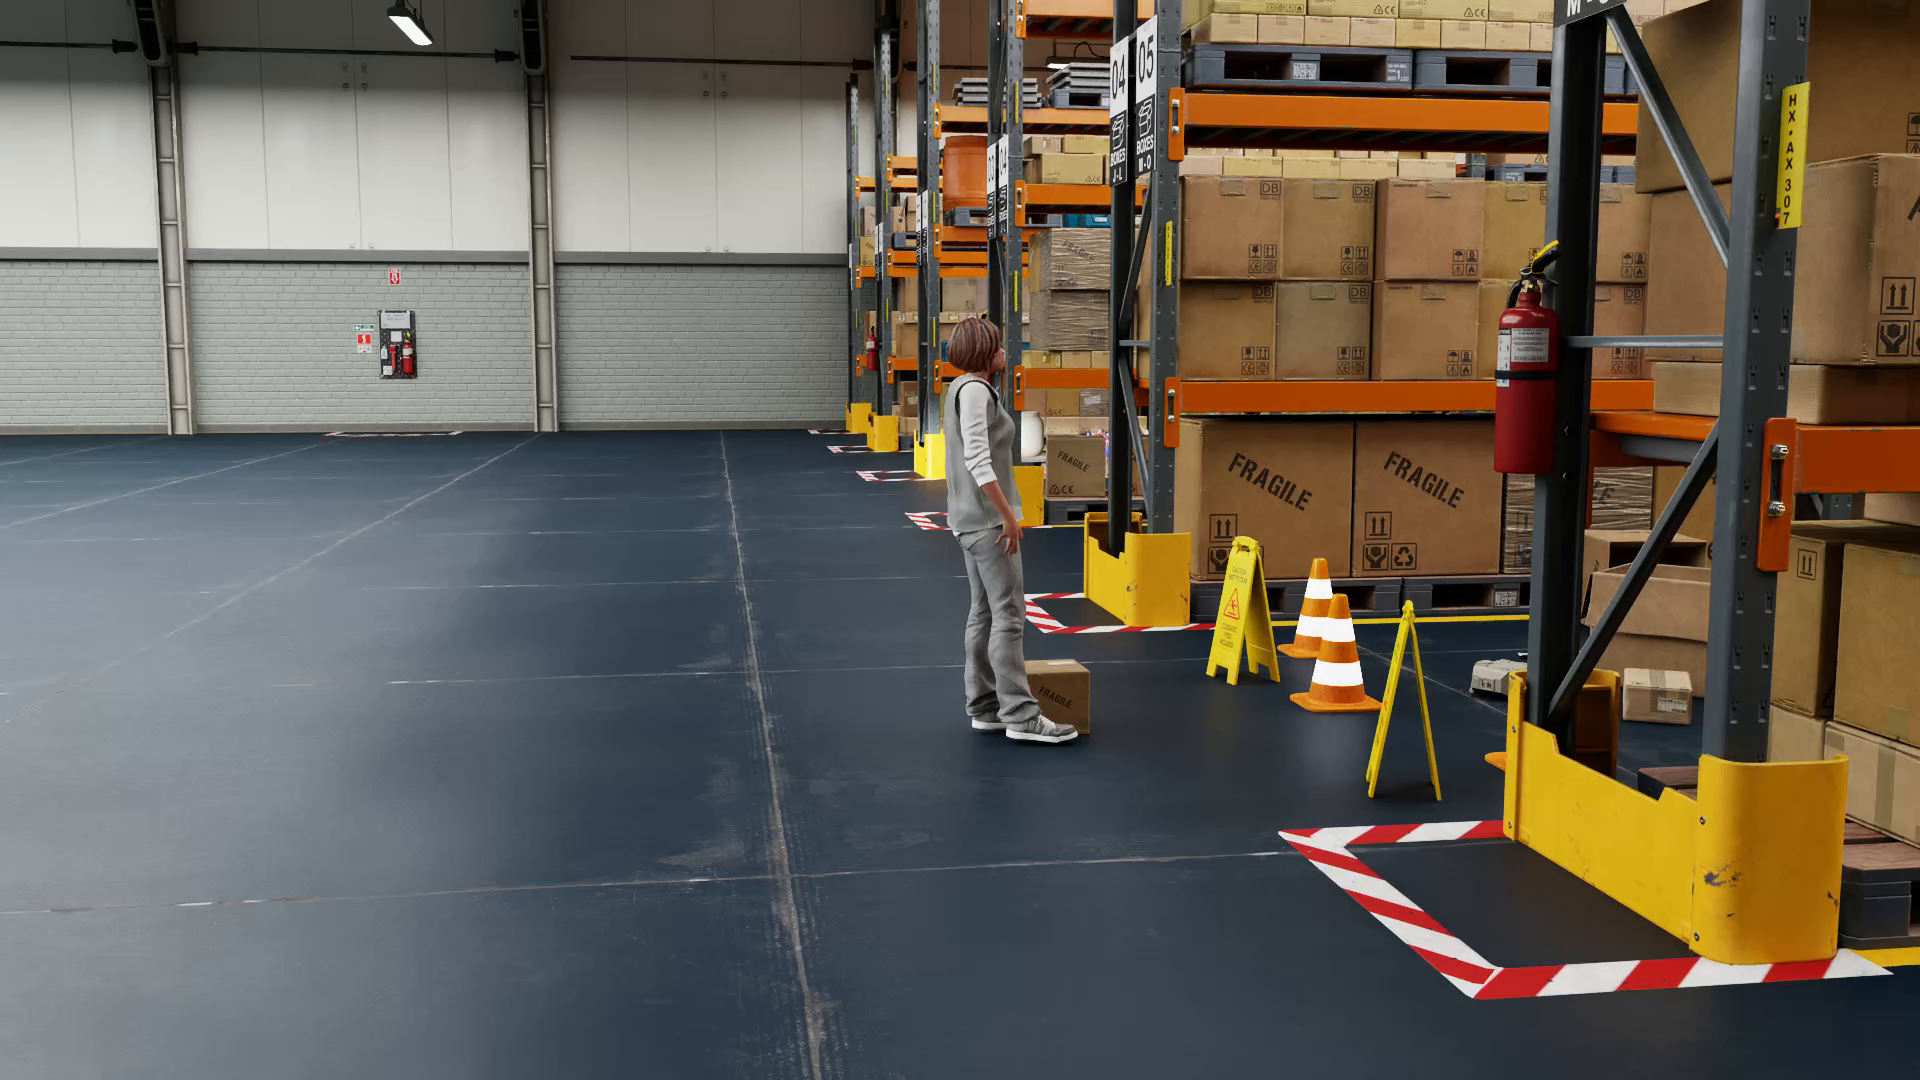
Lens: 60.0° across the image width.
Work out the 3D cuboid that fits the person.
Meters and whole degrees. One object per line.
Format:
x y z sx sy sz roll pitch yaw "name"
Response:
0.177 -0.052 6.382 0.475 1.597 0.520 -1 7 -9 "person"
